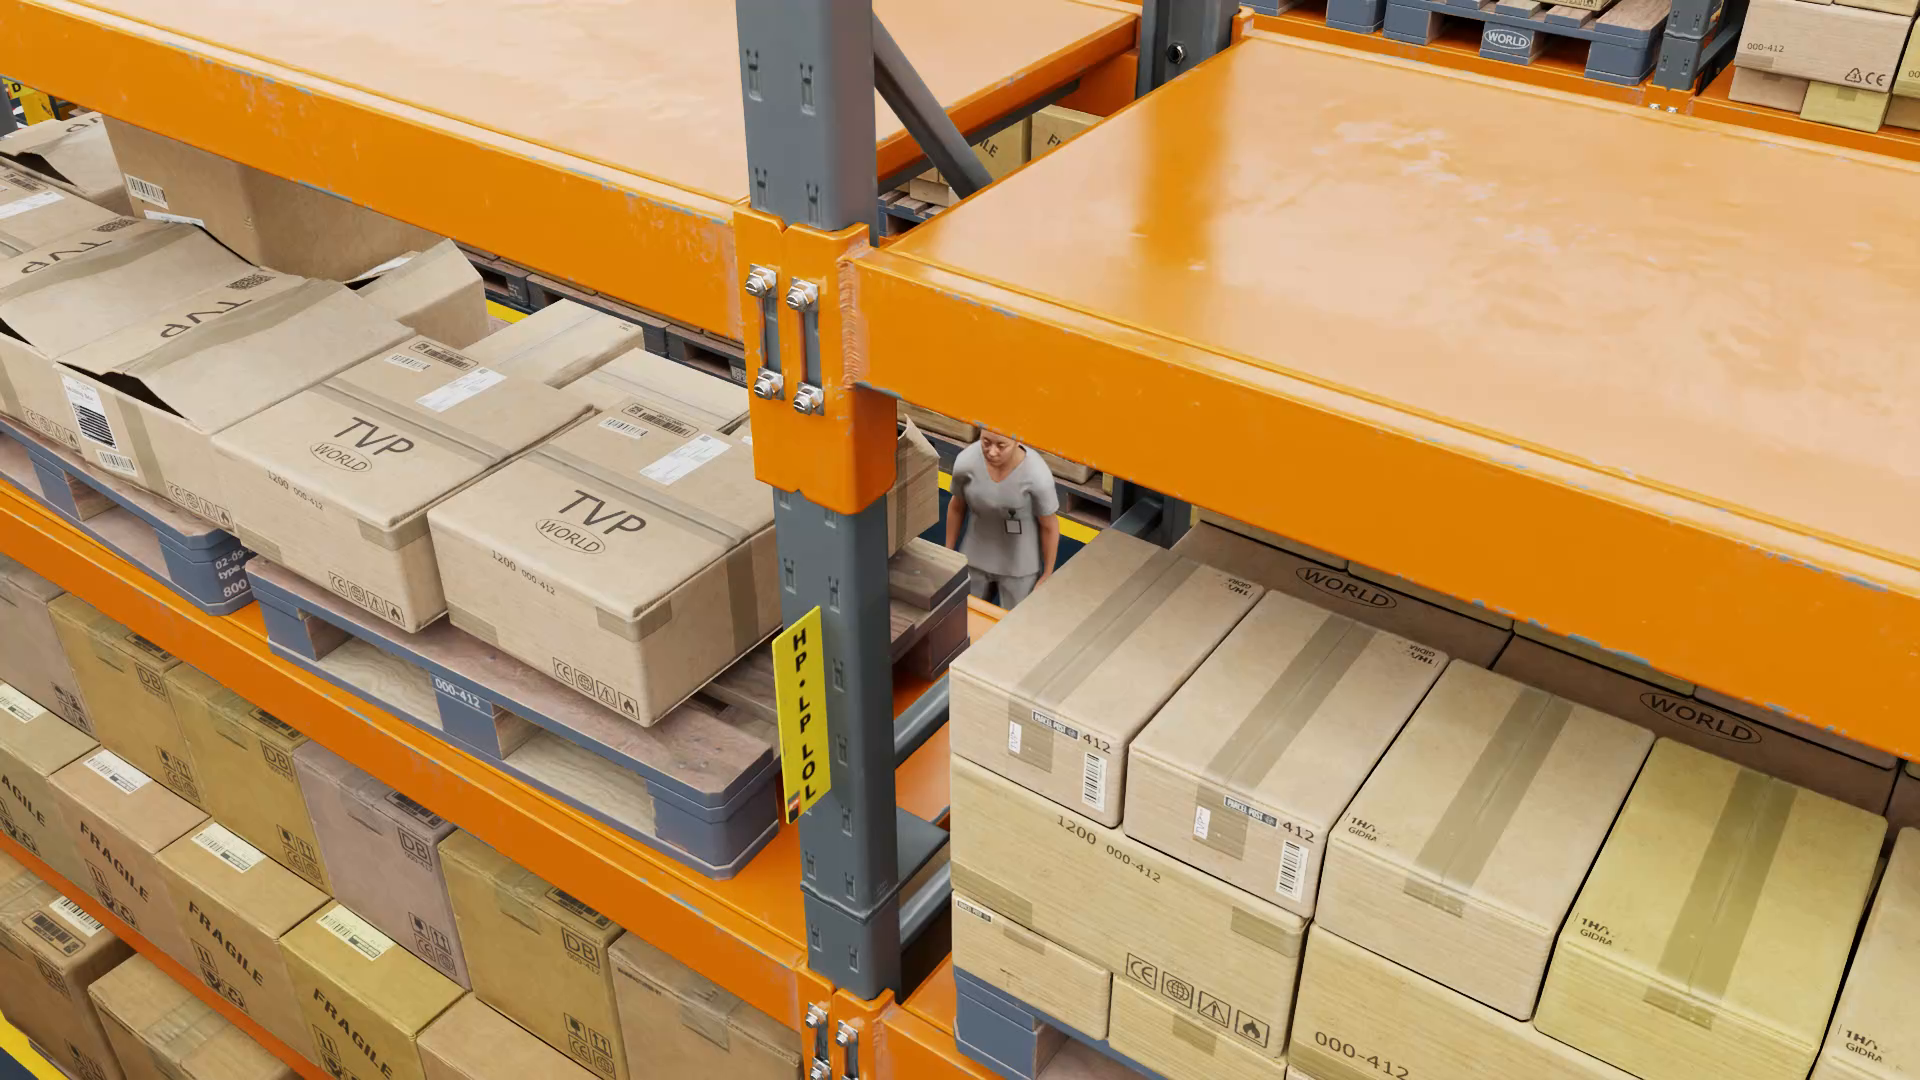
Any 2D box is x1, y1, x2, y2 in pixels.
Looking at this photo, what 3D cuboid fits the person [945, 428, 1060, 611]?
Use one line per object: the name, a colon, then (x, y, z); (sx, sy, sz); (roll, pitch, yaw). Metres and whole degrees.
person: (0.154, 0.117, 6.977); (0.514, 1.671, 0.365); (13, 37, 18)
